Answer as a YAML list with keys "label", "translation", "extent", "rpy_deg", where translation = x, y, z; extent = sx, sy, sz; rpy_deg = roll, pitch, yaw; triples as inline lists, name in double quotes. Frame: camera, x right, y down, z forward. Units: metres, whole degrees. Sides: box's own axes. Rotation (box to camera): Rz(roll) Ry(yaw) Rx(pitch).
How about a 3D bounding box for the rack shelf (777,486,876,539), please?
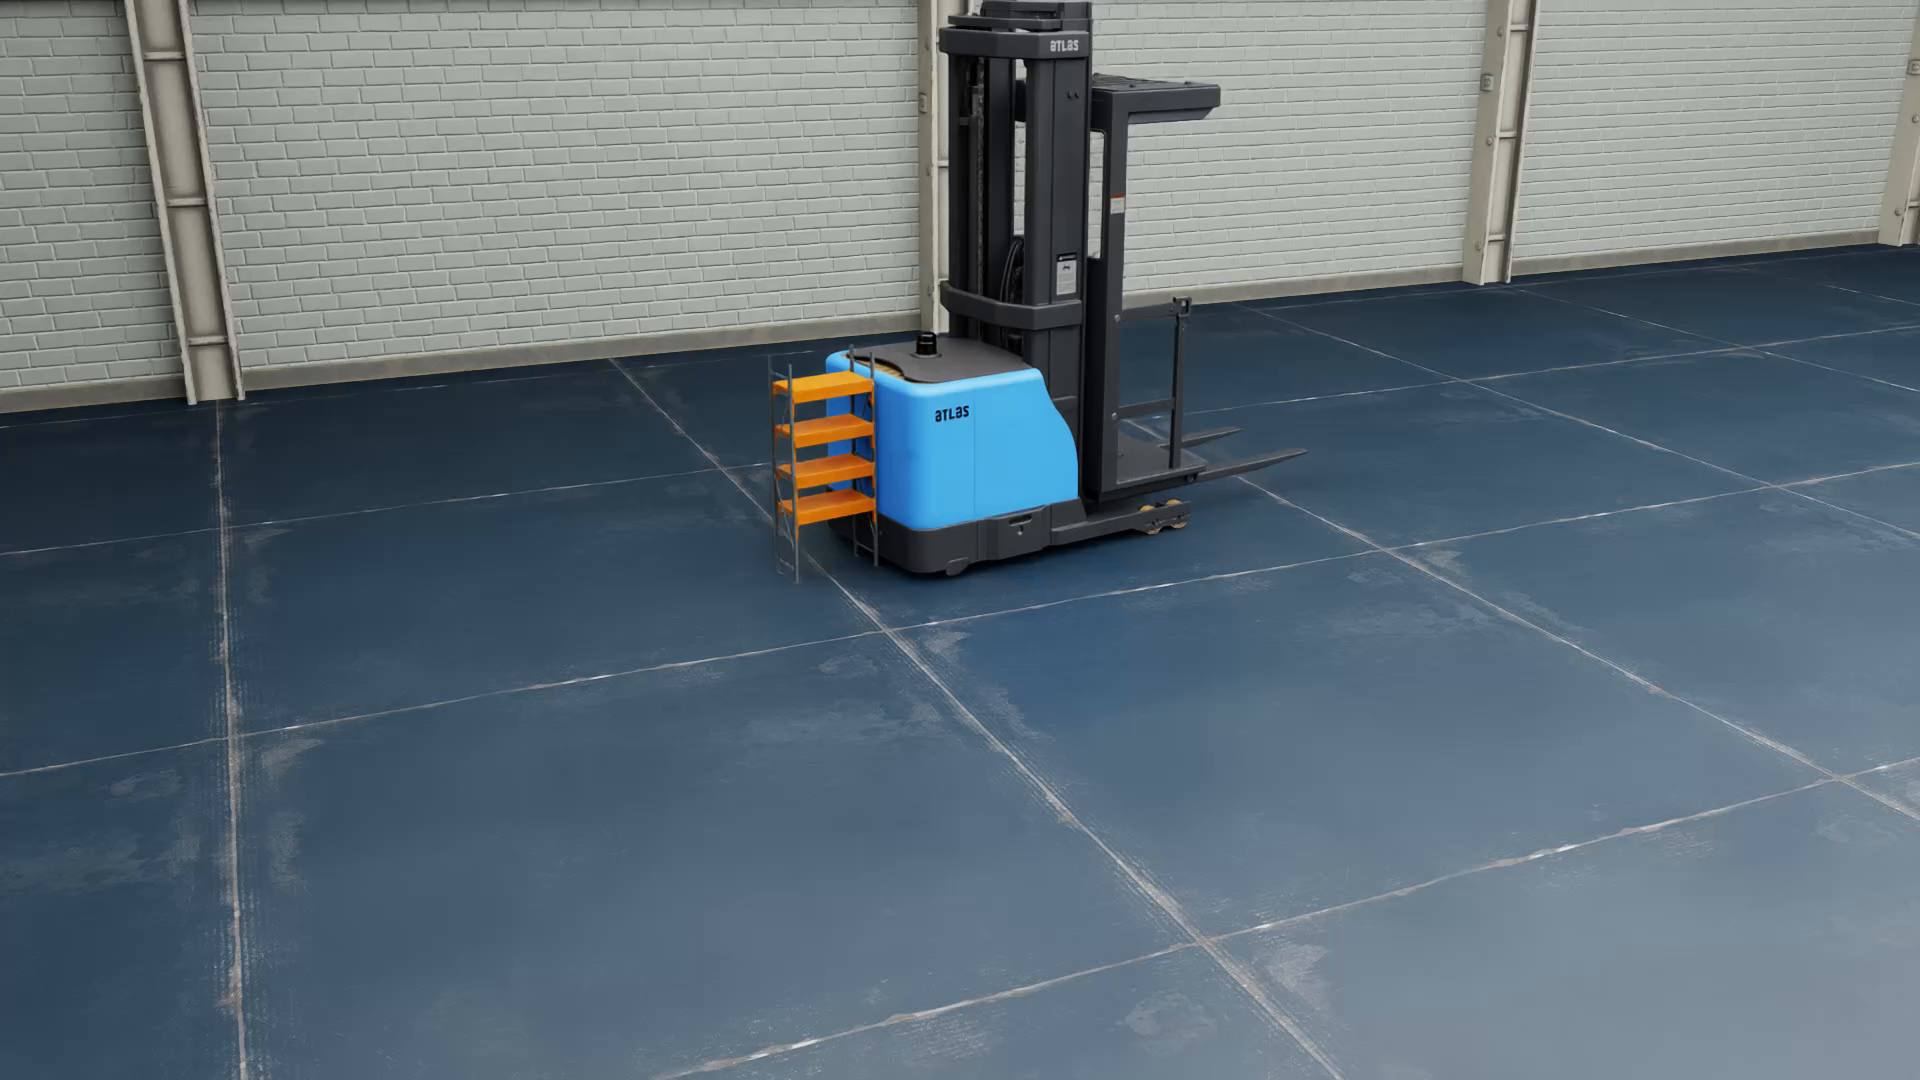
- label: "rack shelf"
  translation: [-0.723, -0.151, 8.944]
  extent: [0.480, 0.148, 0.258]
  rpy_deg: [-12, 23, -31]

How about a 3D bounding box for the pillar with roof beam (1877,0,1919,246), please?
- label: "pillar with roof beam"
  translation: [12.606, -6.380, 14.091]
  extent: [0.400, 9.000, 9.100]
  rpy_deg: [-8, 21, -22]

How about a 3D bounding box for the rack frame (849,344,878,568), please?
- label: "rack frame"
  translation: [-0.520, -0.446, 8.983]
  extent: [0.015, 1.200, 0.240]
  rpy_deg: [-12, 23, -31]

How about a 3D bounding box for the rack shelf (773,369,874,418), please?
- label: "rack shelf"
  translation: [-0.723, -0.772, 8.725]
  extent: [0.480, 0.148, 0.258]
  rpy_deg: [-12, 23, -31]

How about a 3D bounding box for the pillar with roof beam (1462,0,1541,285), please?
- label: "pillar with roof beam"
  translation: [7.097, -5.590, 11.850]
  extent: [0.400, 9.000, 9.100]
  rpy_deg: [-8, 21, -22]

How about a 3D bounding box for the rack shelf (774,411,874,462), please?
- label: "rack shelf"
  translation: [-0.723, -0.549, 8.804]
  extent: [0.480, 0.148, 0.258]
  rpy_deg: [-12, 23, -31]

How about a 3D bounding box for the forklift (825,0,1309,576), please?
- label: "forklift"
  translation: [0.748, -1.547, 9.503]
  extent: [3.031, 2.935, 1.130]
  rpy_deg: [-12, 23, -31]

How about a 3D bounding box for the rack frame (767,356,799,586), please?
- label: "rack frame"
  translation: [-0.927, -0.357, 8.728]
  extent: [0.015, 1.200, 0.240]
  rpy_deg: [-12, 23, -31]

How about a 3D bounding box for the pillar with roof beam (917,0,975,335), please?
- label: "pillar with roof beam"
  translation: [1.587, -4.801, 9.608]
  extent: [0.400, 9.000, 9.100]
  rpy_deg: [-8, 21, -22]

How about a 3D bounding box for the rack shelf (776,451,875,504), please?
- label: "rack shelf"
  translation: [-0.723, -0.338, 8.878]
  extent: [0.480, 0.148, 0.258]
  rpy_deg: [-12, 23, -31]

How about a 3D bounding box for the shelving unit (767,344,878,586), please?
- label: "shelving unit"
  translation: [-0.723, -0.401, 8.856]
  extent: [0.503, 1.200, 0.258]
  rpy_deg: [-12, 23, -31]

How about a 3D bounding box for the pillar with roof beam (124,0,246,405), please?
- label: "pillar with roof beam"
  translation: [-3.922, -4.012, 7.366]
  extent: [0.400, 9.000, 9.100]
  rpy_deg: [-8, 21, -22]
